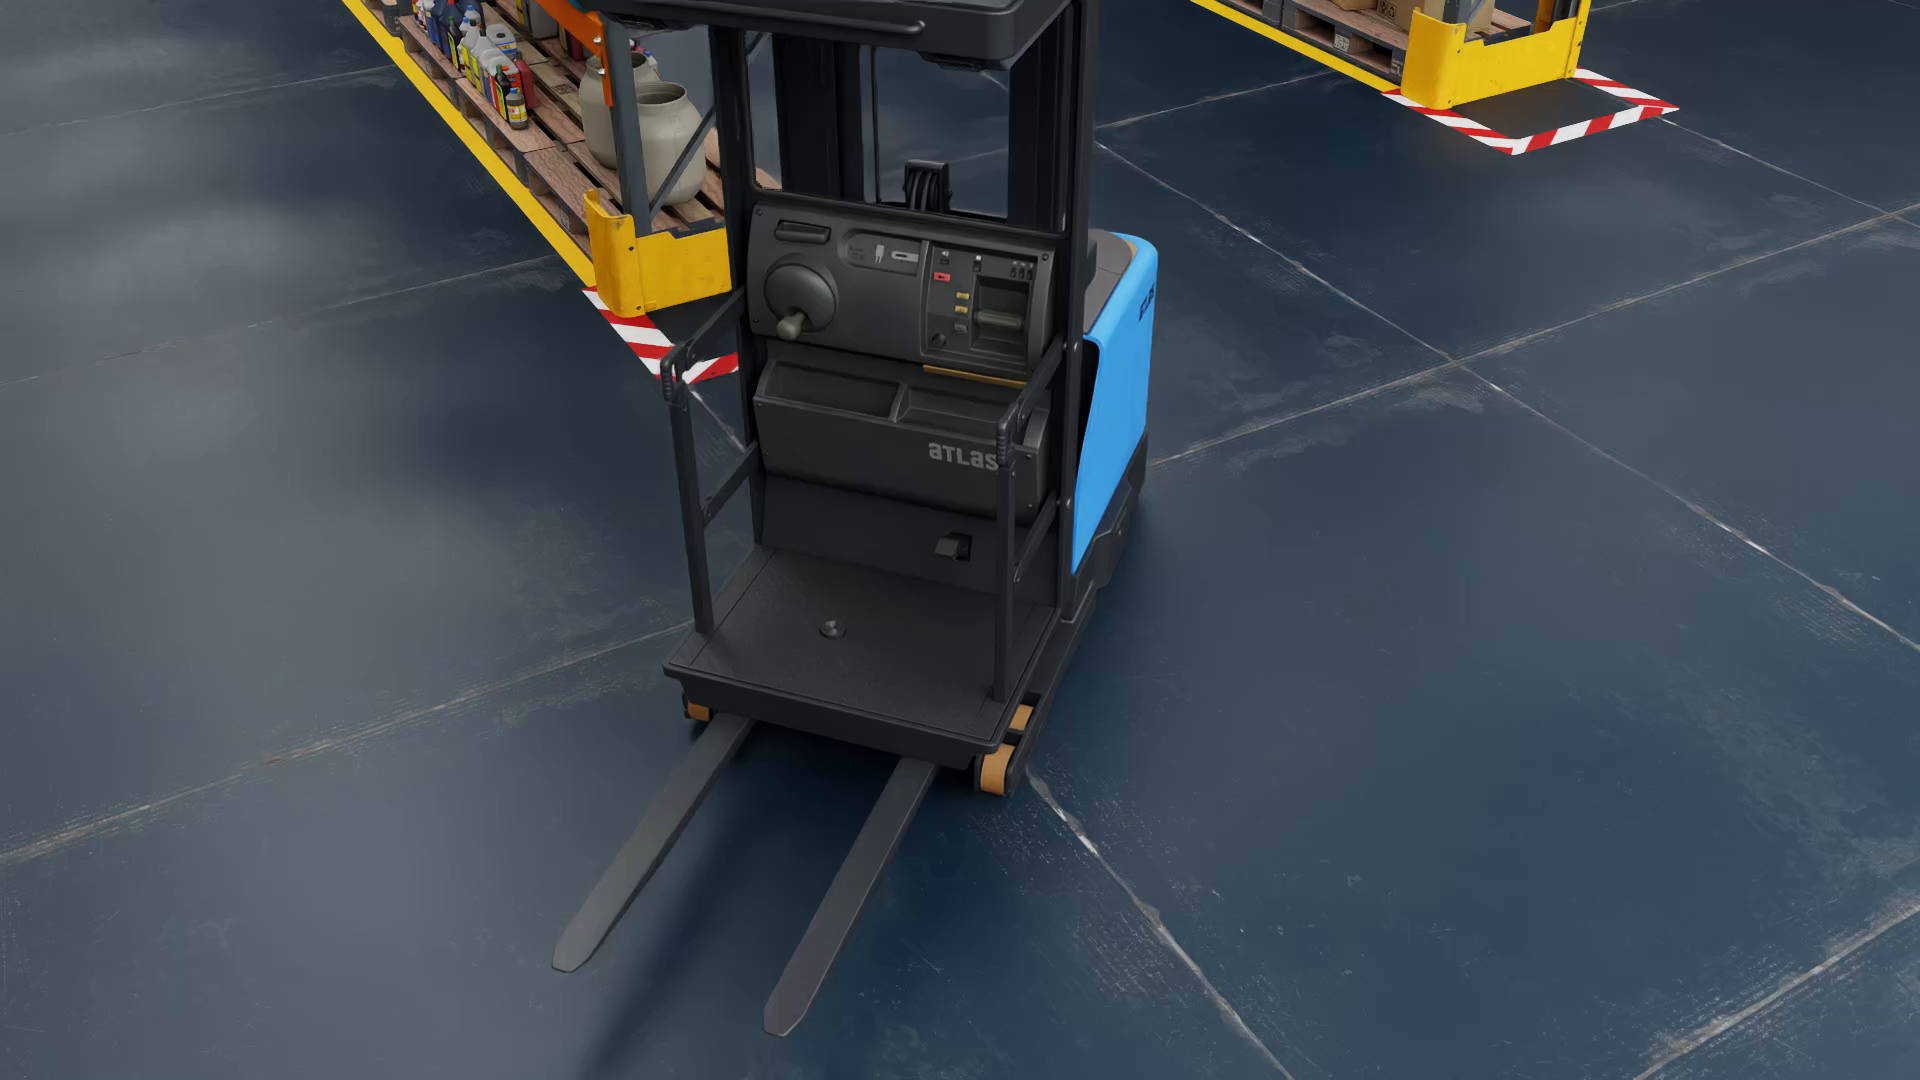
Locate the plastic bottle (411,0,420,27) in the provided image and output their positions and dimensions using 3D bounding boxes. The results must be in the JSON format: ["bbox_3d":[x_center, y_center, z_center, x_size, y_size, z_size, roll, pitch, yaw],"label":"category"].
[{"bbox_3d":[-3.292,-3.277,10.133,0.097,0.271,0.097,0,36,0],"label":"plastic bottle"}]

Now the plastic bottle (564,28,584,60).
[{"bbox_3d":[-2.255,-2.952,9.679,0.061,0.283,0.133,-19,40,-24],"label":"plastic bottle"}]

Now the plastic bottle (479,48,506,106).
[{"bbox_3d":[-2.538,-2.545,9.128,0.152,0.276,0.135,-20,41,-25],"label":"plastic bottle"}]

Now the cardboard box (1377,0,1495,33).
[{"bbox_3d":[2.920,-3.405,10.132,0.500,0.500,0.500,-12,38,-16],"label":"cardboard box"}]

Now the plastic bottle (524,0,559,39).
[{"bbox_3d":[-2.519,-3.173,9.988,0.152,0.276,0.135,-19,40,-24],"label":"plastic bottle"}]

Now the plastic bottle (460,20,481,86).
[{"bbox_3d":[-2.718,-2.754,9.350,0.144,0.351,0.185,-19,40,-24],"label":"plastic bottle"}]

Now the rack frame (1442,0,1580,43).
[{"bbox_3d":[3.219,-3.921,9.075,1.000,3.000,0.127,-19,40,-24],"label":"rack frame"}]

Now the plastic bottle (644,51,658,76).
[{"bbox_3d":[-1.705,-2.546,9.133,0.097,0.271,0.097,0,36,0],"label":"plastic bottle"}]

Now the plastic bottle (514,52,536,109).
[{"bbox_3d":[-2.376,-2.509,9.072,0.061,0.283,0.133,-19,40,-24],"label":"plastic bottle"}]

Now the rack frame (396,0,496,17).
[{"bbox_3d":[-3.073,-4.493,9.859,1.000,3.000,0.127,-19,40,-24],"label":"rack frame"}]

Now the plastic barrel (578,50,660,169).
[{"bbox_3d":[-1.712,-2.187,8.454,0.421,0.512,0.421,0,36,0],"label":"plastic barrel"}]

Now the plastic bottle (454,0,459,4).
[{"bbox_3d":[-3.014,-3.157,9.959,0.061,0.283,0.133,-19,40,-24],"label":"plastic bottle"}]

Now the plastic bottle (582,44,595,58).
[{"bbox_3d":[-2.163,-2.981,9.725,0.152,0.276,0.135,-18,40,-23],"label":"plastic bottle"}]

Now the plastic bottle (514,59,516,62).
[{"bbox_3d":[-2.439,-2.562,9.214,0.097,0.201,0.097,0,36,0],"label":"plastic bottle"}]

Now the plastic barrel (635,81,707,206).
[{"bbox_3d":[-1.460,-1.931,8.104,0.421,0.512,0.421,0,36,0],"label":"plastic barrel"}]

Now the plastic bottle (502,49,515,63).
[{"bbox_3d":[-2.542,-2.656,9.343,0.097,0.201,0.097,0,36,0],"label":"plastic bottle"}]

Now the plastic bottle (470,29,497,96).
[{"bbox_3d":[-2.625,-2.659,9.220,0.144,0.351,0.185,-17,40,-22],"label":"plastic bottle"}]

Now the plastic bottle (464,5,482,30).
[{"bbox_3d":[-2.849,-2.996,9.750,0.097,0.271,0.097,0,36,0],"label":"plastic bottle"}]

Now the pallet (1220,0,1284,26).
[{"bbox_3d":[2.194,-3.880,11.383,1.003,0.211,1.213,-19,40,-24],"label":"pallet"}]

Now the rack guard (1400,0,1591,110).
[{"bbox_3d":[3.181,-2.950,9.866,1.175,0.500,0.348,-19,40,-24],"label":"rack guard"}]

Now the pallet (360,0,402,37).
[{"bbox_3d":[-3.501,-3.756,11.214,1.003,0.211,1.213,-19,40,-24],"label":"pallet"}]

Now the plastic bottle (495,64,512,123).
[{"bbox_3d":[-2.440,-2.395,8.916,0.061,0.283,0.133,-18,40,-23],"label":"plastic bottle"}]

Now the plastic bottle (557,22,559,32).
[{"bbox_3d":[-2.404,-3.260,10.044,0.144,0.351,0.185,-21,41,-26],"label":"plastic bottle"}]

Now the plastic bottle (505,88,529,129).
[{"bbox_3d":[-2.365,-2.308,8.866,0.097,0.201,0.097,0,36,0],"label":"plastic bottle"}]

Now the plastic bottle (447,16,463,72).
[{"bbox_3d":[-2.885,-2.847,9.534,0.061,0.283,0.133,-17,39,-22],"label":"plastic bottle"}]

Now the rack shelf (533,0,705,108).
[{"bbox_3d":[-2.068,-3.183,8.675,1.077,0.370,4.000,-19,40,-24],"label":"rack shelf"}]

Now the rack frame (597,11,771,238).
[{"bbox_3d":[-1.064,-2.453,7.066,1.000,3.000,0.127,-19,40,-24],"label":"rack frame"}]

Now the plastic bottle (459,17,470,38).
[{"bbox_3d":[-2.825,-2.874,9.582,0.097,0.271,0.097,0,36,0],"label":"plastic bottle"}]

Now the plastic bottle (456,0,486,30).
[{"bbox_3d":[-2.902,-3.109,9.837,0.144,0.351,0.185,-19,40,-24],"label":"plastic bottle"}]

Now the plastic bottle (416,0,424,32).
[{"bbox_3d":[-3.241,-3.197,10.083,0.097,0.201,0.097,0,36,0],"label":"plastic bottle"}]

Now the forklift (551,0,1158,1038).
[{"bbox_3d":[-0.253,-0.665,4.675,1.130,2.935,3.031,12,38,16],"label":"forklift"}]

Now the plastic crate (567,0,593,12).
[{"bbox_3d":[-1.574,-2.560,7.338,0.499,0.251,0.616,-19,40,-24],"label":"plastic crate"}]

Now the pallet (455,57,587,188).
[{"bbox_3d":[-2.155,-2.389,9.343,1.003,0.211,1.213,-19,40,-24],"label":"pallet"}]

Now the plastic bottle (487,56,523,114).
[{"bbox_3d":[-2.468,-2.474,9.031,0.152,0.276,0.135,-19,40,-24],"label":"plastic bottle"}]

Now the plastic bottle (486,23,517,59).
[{"bbox_3d":[-2.603,-2.780,9.449,0.152,0.276,0.135,-19,40,-24],"label":"plastic bottle"}]

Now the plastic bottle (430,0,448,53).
[{"bbox_3d":[-3.026,-3.067,9.778,0.144,0.351,0.185,-18,40,-23],"label":"plastic bottle"}]

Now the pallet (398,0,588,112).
[{"bbox_3d":[-2.772,-3.012,10.195,1.003,0.211,1.213,-19,40,-24],"label":"pallet"}]

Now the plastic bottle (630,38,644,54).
[{"bbox_3d":[-1.803,-2.672,9.295,0.061,0.283,0.133,-18,40,-23],"label":"plastic bottle"}]

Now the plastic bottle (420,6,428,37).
[{"bbox_3d":[-3.190,-3.145,10.012,0.097,0.201,0.097,0,36,0],"label":"plastic bottle"}]

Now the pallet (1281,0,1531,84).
[{"bbox_3d":[2.803,-3.258,10.532,1.003,0.211,1.213,-19,40,-24],"label":"pallet"}]

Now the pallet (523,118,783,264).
[{"bbox_3d":[-1.546,-1.768,8.492,1.003,0.211,1.213,-19,40,-24],"label":"pallet"}]

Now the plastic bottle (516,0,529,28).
[{"bbox_3d":[-2.625,-3.315,10.119,0.144,0.351,0.185,-19,40,-24],"label":"plastic bottle"}]

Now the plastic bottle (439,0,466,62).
[{"bbox_3d":[-2.932,-2.970,9.647,0.144,0.351,0.185,-21,41,-26],"label":"plastic bottle"}]

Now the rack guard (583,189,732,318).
[{"bbox_3d":[-1.142,-1.469,7.837,1.175,0.500,0.348,-19,40,-24],"label":"rack guard"}]

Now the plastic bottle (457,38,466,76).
[{"bbox_3d":[-2.810,-2.759,9.483,0.097,0.201,0.097,0,36,0],"label":"plastic bottle"}]

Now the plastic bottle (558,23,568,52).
[{"bbox_3d":[-2.317,-3.025,9.778,0.061,0.283,0.133,-19,40,-24],"label":"plastic bottle"}]

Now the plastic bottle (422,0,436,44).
[{"bbox_3d":[-3.106,-3.122,9.917,0.152,0.276,0.135,-17,40,-22],"label":"plastic bottle"}]

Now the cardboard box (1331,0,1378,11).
[{"bbox_3d":[2.590,-3.699,10.535,0.500,0.500,0.500,-9,37,-12],"label":"cardboard box"}]

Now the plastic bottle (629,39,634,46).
[{"bbox_3d":[-1.877,-2.721,9.372,0.097,0.271,0.097,0,36,0],"label":"plastic bottle"}]
